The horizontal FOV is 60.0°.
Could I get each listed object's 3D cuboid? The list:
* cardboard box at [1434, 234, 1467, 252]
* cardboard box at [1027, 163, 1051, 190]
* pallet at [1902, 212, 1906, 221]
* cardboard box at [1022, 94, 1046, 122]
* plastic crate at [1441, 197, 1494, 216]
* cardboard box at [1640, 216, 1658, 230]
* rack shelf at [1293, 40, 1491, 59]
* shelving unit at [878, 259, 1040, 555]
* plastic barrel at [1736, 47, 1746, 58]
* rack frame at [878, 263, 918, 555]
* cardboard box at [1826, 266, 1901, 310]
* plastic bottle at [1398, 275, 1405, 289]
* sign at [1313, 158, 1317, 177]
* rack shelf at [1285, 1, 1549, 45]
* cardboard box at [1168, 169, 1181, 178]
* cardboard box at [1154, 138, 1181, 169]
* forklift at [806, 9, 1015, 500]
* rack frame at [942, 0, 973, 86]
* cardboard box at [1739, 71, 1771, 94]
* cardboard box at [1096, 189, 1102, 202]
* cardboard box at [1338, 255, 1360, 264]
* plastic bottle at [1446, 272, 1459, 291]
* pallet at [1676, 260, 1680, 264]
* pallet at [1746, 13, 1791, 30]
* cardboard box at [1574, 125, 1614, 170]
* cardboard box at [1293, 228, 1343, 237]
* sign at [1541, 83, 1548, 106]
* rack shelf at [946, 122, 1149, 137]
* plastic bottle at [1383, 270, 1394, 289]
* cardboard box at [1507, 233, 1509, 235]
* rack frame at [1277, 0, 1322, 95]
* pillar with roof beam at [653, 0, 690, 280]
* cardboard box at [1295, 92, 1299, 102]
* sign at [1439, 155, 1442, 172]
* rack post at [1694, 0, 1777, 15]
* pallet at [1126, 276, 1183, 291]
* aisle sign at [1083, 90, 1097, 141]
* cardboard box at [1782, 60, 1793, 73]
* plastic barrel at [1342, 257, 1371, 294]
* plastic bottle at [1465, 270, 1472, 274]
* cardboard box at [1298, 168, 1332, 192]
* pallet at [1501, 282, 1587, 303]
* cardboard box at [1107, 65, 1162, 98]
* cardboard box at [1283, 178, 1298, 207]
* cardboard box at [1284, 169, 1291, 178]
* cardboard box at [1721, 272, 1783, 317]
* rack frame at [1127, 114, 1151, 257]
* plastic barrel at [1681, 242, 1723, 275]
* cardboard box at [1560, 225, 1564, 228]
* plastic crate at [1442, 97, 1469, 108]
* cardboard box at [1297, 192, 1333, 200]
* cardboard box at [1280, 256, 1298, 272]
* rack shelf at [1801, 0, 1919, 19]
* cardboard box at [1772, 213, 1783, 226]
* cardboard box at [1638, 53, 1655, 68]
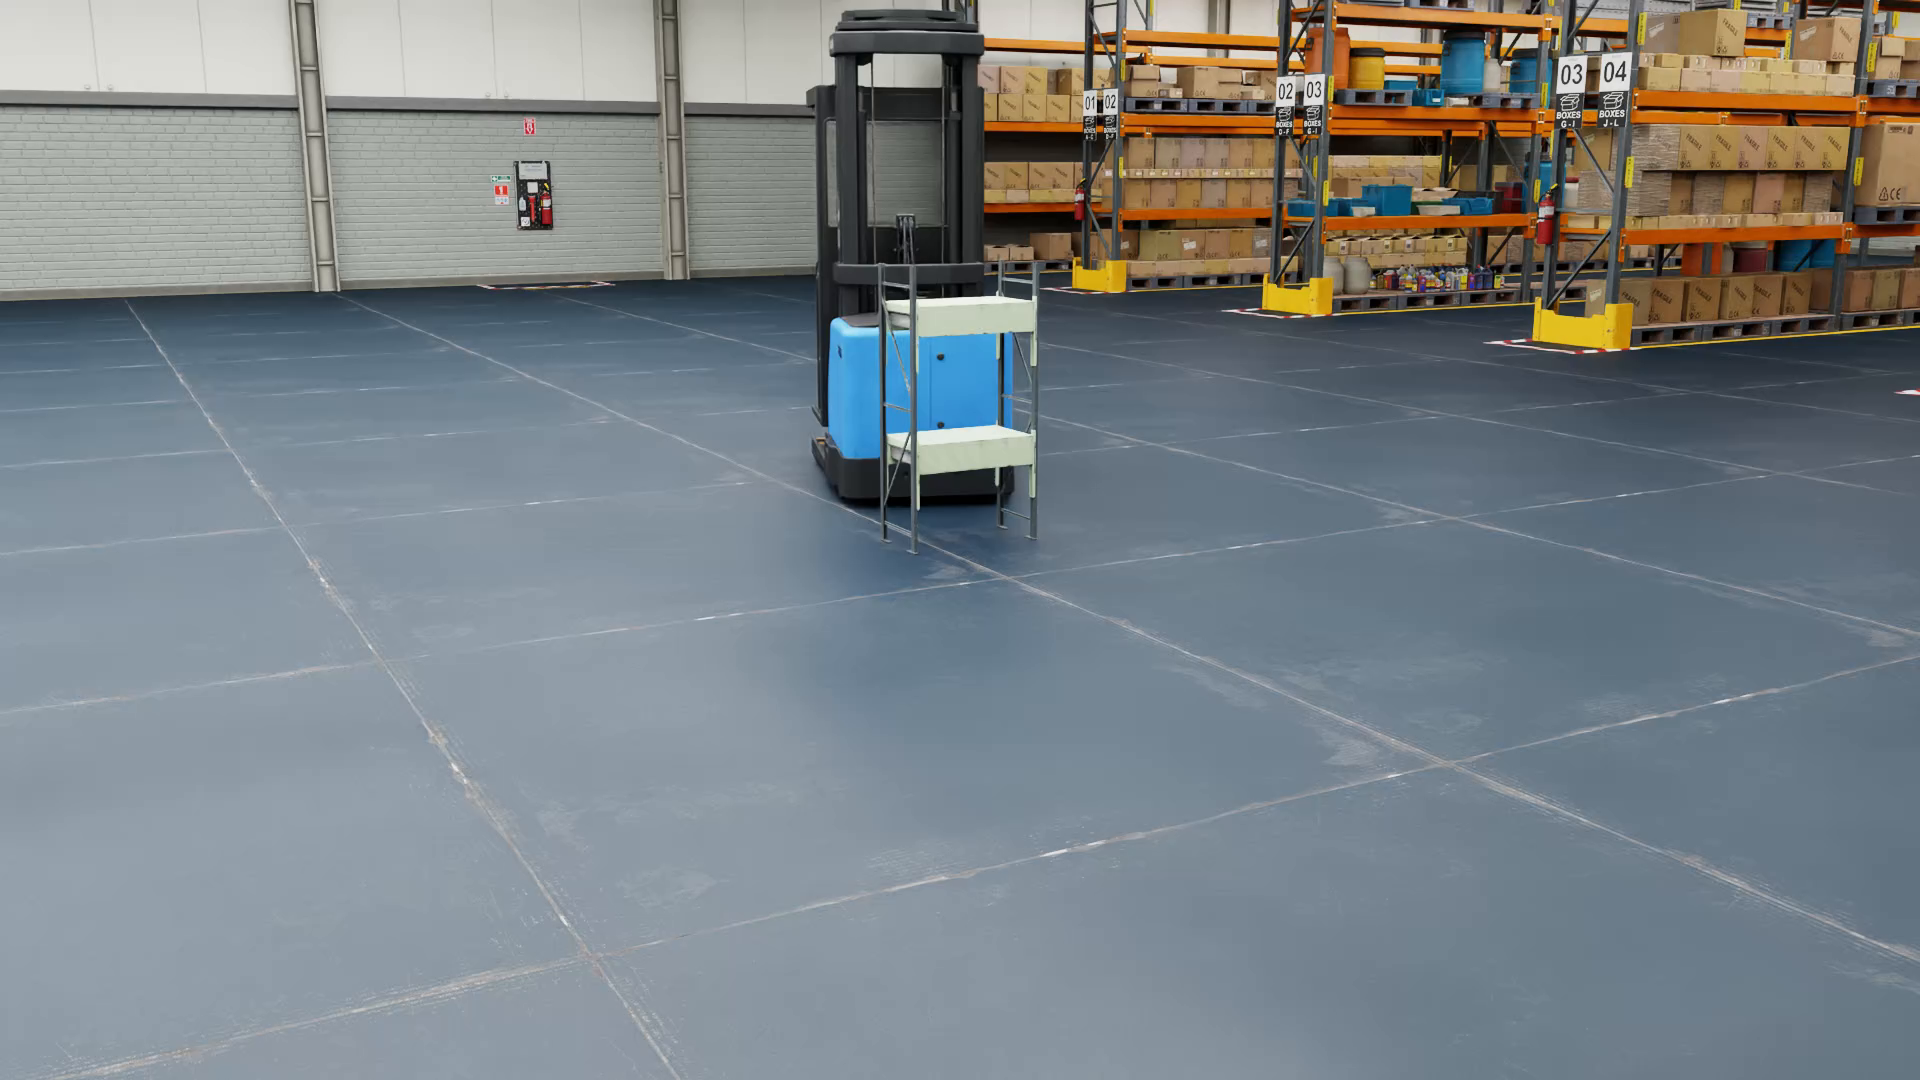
[{"bbox_3d":[9.001,-5.495,30.723,0.500,0.311,0.500,-6,14,-26],"label":"cardboard box"},{"bbox_3d":[1.402,-6.971,31.842,0.500,0.500,0.500,-7,15,-30],"label":"cardboard box"},{"bbox_3d":[12.368,-4.241,21.561,1.213,0.211,1.003,-7,14,-28],"label":"pallet"},{"bbox_3d":[1.300,-8.187,31.552,0.500,0.500,0.500,-6,14,-25],"label":"cardboard box"},{"bbox_3d":[7.361,-4.844,24.138,0.616,0.251,0.499,-7,14,-28],"label":"plastic crate"},{"bbox_3d":[7.657,-3.594,18.818,0.250,0.149,0.380,-7,14,-28],"label":"cardboard box"},{"bbox_3d":[7.587,-8.631,29.514,4.000,0.370,1.077,-7,14,-28],"label":"rack shelf"},{"bbox_3d":[-0.006,-0.731,8.941,0.755,1.500,0.431,-7,14,-28],"label":"shelving unit"},{"bbox_3d":[12.213,-7.443,26.582,0.708,0.830,0.600,-7,14,-28],"label":"plastic barrel"},{"bbox_3d":[-0.327,-0.692,8.770,0.023,1.500,0.400,-7,14,-28],"label":"rack frame"},{"bbox_3d":[11.552,-3.233,21.332,0.500,0.500,0.700,-7,14,-28],"label":"cardboard box"},{"bbox_3d":[6.525,-3.805,24.556,0.097,0.201,0.097,0,13,0],"label":"plastic bottle"},{"bbox_3d":[6.099,-6.394,28.537,0.005,0.325,0.100,-7,14,-28],"label":"sign"},{"bbox_3d":[6.446,-7.255,23.401,4.000,0.370,1.077,-7,14,-28],"label":"rack shelf"},{"bbox_3d":[3.441,-6.064,27.519,0.250,0.149,0.380,-7,14,-29],"label":"cardboard box"},{"bbox_3d":[3.242,-6.409,27.574,0.500,0.500,0.700,-7,15,-29],"label":"cardboard box"},{"bbox_3d":[-0.427,-1.948,11.089,1.130,2.935,3.031,-2,13,-10],"label":"forklift"},{"bbox_3d":[-0.056,-9.500,30.827,0.127,3.000,1.000,-7,14,-28],"label":"rack frame"},{"bbox_3d":[8.952,-5.263,19.174,0.500,0.250,0.500,-6,14,-26],"label":"cardboard box"},{"bbox_3d":[2.743,-6.772,32.663,0.500,0.250,0.500,-7,14,-28],"label":"cardboard box"},{"bbox_3d":[6.754,-4.951,29.585,0.500,0.250,0.500,-6,14,-26],"label":"cardboard box"},{"bbox_3d":[7.178,-3.777,24.261,0.135,0.276,0.152,-7,14,-27],"label":"plastic bottle"},{"bbox_3d":[15.599,-5.850,34.622,1.213,0.211,1.003,-7,14,-28],"label":"pallet"},{"bbox_3d":[12.361,-8.215,26.458,1.003,0.211,1.213,-7,14,-28],"label":"pallet"},{"bbox_3d":[7.429,-4.497,19.076,0.500,0.500,0.500,-7,14,-28],"label":"cardboard box"},{"bbox_3d":[7.674,-6.623,35.646,0.750,0.750,0.750,-7,14,-29],"label":"cardboard box"},{"bbox_3d":[8.456,-6.445,24.065,0.005,0.325,0.100,-7,14,-28],"label":"sign"},{"bbox_3d":[1.700,-7.896,32.170,4.000,0.370,1.077,-7,14,-28],"label":"rack shelf"},{"bbox_3d":[6.327,-3.849,24.581,0.135,0.276,0.152,-7,14,-27],"label":"plastic bottle"},{"bbox_3d":[10.506,-5.654,32.091,0.500,0.500,0.500,-7,15,-30],"label":"cardboard box"},{"bbox_3d":[5.832,-8.967,28.456,0.127,3.000,1.000,-7,14,-28],"label":"rack frame"},{"bbox_3d":[-3.060,-8.280,25.404,0.400,9.000,9.100,-7,14,-28],"label":"pillar with roof beam"},{"bbox_3d":[7.356,-9.203,35.108,0.500,0.500,0.700,-8,15,-32],"label":"cardboard box"},{"bbox_3d":[9.074,-7.090,31.327,0.005,0.325,0.100,-7,14,-28],"label":"sign"},{"bbox_3d":[12.329,-8.480,26.465,0.937,0.300,0.954,-7,14,-28],"label":"rack post"},{"bbox_3d":[2.972,-4.347,27.945,1.213,0.211,1.003,-7,14,-28],"label":"pallet"},{"bbox_3d":[2.122,-6.937,27.181,0.004,0.787,0.394,-7,14,-28],"label":"aisle sign"},{"bbox_3d":[9.479,-5.525,19.428,0.250,0.149,0.380,-6,14,-26],"label":"cardboard box"},{"bbox_3d":[5.672,-3.792,23.836,0.421,0.512,0.421,0,13,0],"label":"plastic barrel"},{"bbox_3d":[7.513,-3.853,24.600,0.135,0.276,0.152,-7,14,-28],"label":"plastic bottle"},{"bbox_3d":[7.515,-7.620,35.187,0.500,0.500,0.500,-6,14,-26],"label":"cardboard box"},{"bbox_3d":[8.873,-3.815,25.578,1.213,0.211,1.003,-7,14,-28],"label":"pallet"},{"bbox_3d":[2.827,-7.466,27.108,0.637,0.503,0.797,-6,14,-24],"label":"cardboard box"},{"bbox_3d":[5.445,-6.041,28.891,0.500,0.500,0.700,-7,15,-29],"label":"cardboard box"},{"bbox_3d":[5.478,-6.310,28.609,0.250,0.149,0.380,-7,15,-29],"label":"cardboard box"},{"bbox_3d":[9.706,-3.020,20.432,0.500,0.500,0.500,-2,13,-10],"label":"cardboard box"},{"bbox_3d":[3.455,-6.994,33.355,0.127,3.000,1.000,-7,14,-28],"label":"rack frame"},{"bbox_3d":[12.134,-4.707,27.177,0.708,0.830,0.600,-7,14,-28],"label":"plastic barrel"},{"bbox_3d":[11.435,-6.133,32.514,0.500,0.250,0.500,-7,14,-28],"label":"cardboard box"},{"bbox_3d":[6.987,-6.173,23.475,0.396,0.136,0.243,-7,14,-28],"label":"plastic crate"},{"bbox_3d":[6.243,-6.027,29.399,0.500,0.250,0.500,-6,14,-24],"label":"cardboard box"},{"bbox_3d":[5.529,-4.812,28.967,0.500,0.250,0.500,-7,14,-28],"label":"cardboard box"},{"bbox_3d":[12.331,-6.721,21.030,4.000,0.370,1.077,-7,14,-28],"label":"rack shelf"},{"bbox_3d":[9.606,-3.841,19.915,0.250,0.149,0.380,-7,14,-28],"label":"cardboard box"},{"bbox_3d":[7.417,-5.279,18.335,0.250,0.149,0.380,-7,14,-28],"label":"cardboard box"}]
